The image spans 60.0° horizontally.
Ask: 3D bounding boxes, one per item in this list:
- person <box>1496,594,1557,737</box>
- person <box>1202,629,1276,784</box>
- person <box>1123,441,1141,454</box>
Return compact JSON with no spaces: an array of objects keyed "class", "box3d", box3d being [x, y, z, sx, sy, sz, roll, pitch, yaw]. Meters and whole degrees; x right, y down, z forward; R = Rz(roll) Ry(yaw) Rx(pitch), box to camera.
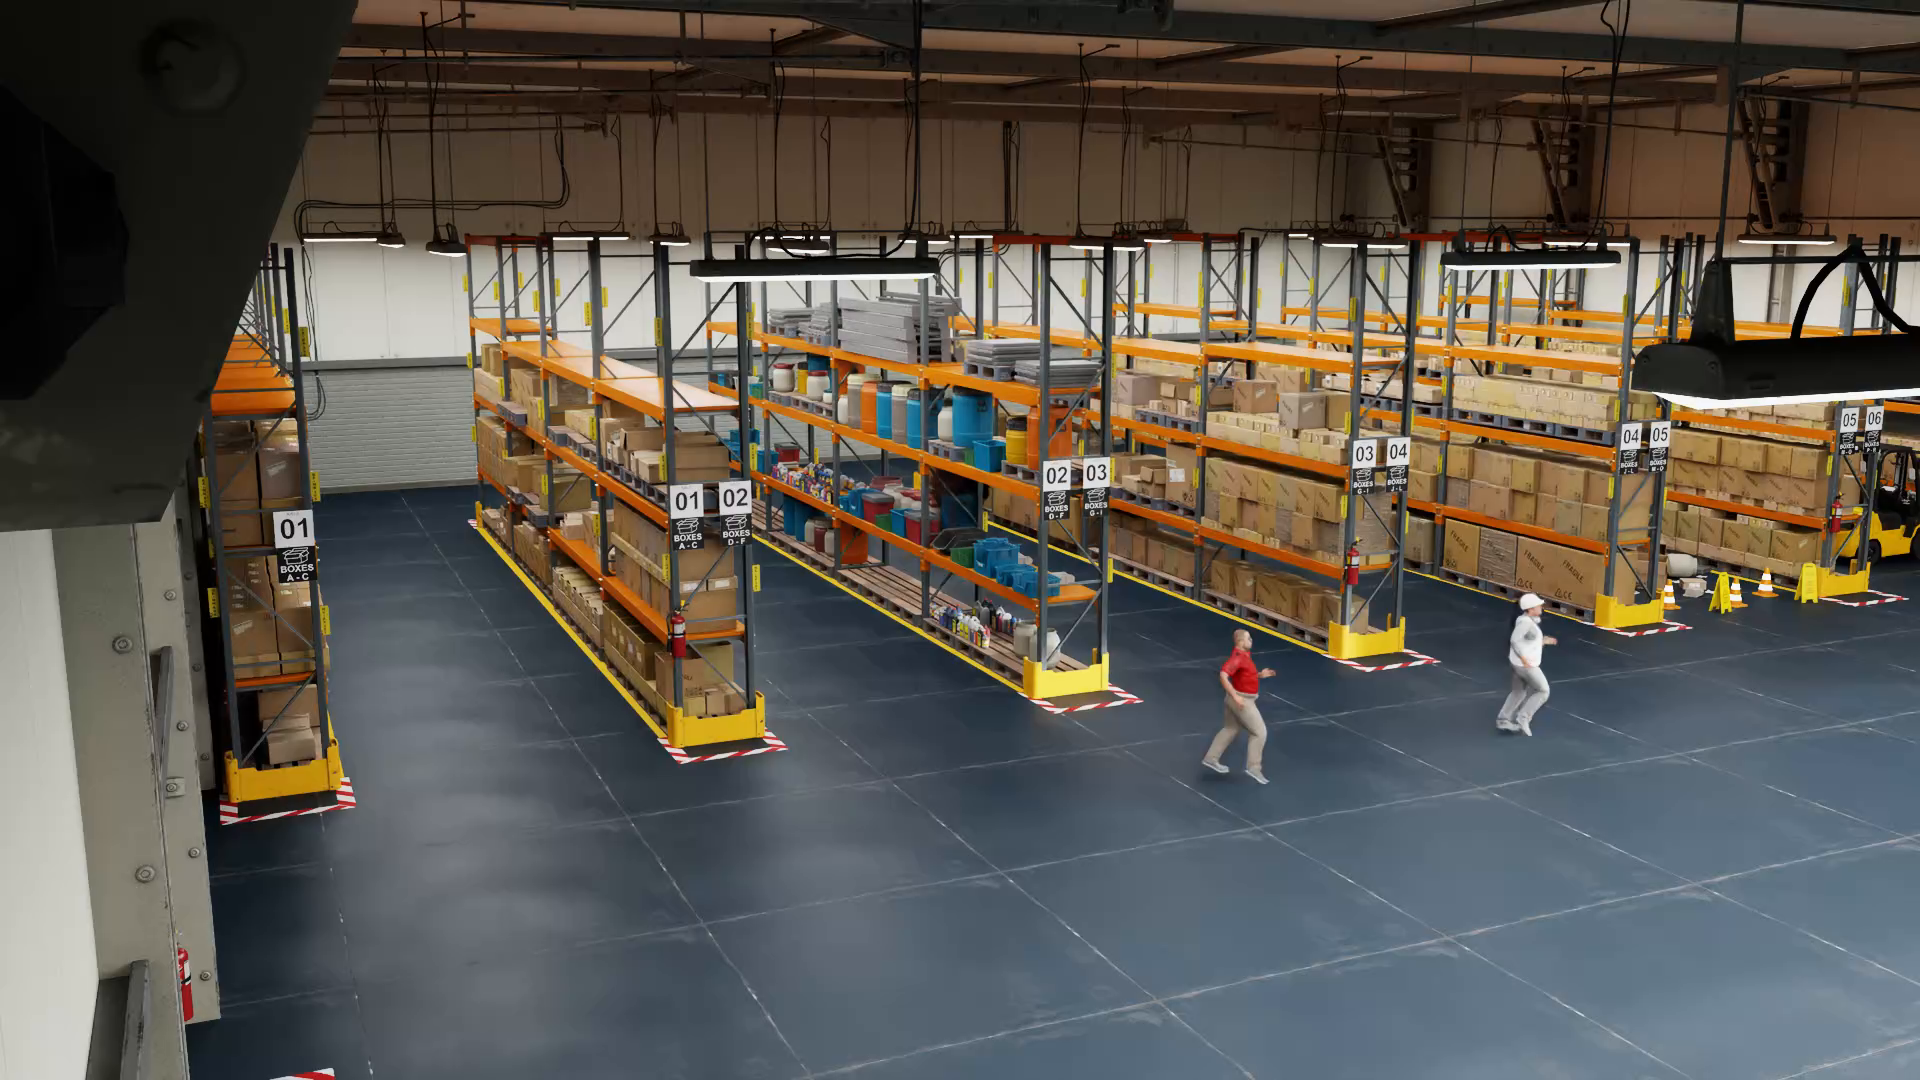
[{"class":"person","box3d":[7.046,1.540,20.618,0.704,1.788,0.631,1,11,5]},{"class":"person","box3d":[3.174,1.891,18.885,0.798,1.798,0.637,0,11,0]},{"class":"person","box3d":[4.384,-2.560,41.829,0.577,1.757,0.737,6,13,29]}]
